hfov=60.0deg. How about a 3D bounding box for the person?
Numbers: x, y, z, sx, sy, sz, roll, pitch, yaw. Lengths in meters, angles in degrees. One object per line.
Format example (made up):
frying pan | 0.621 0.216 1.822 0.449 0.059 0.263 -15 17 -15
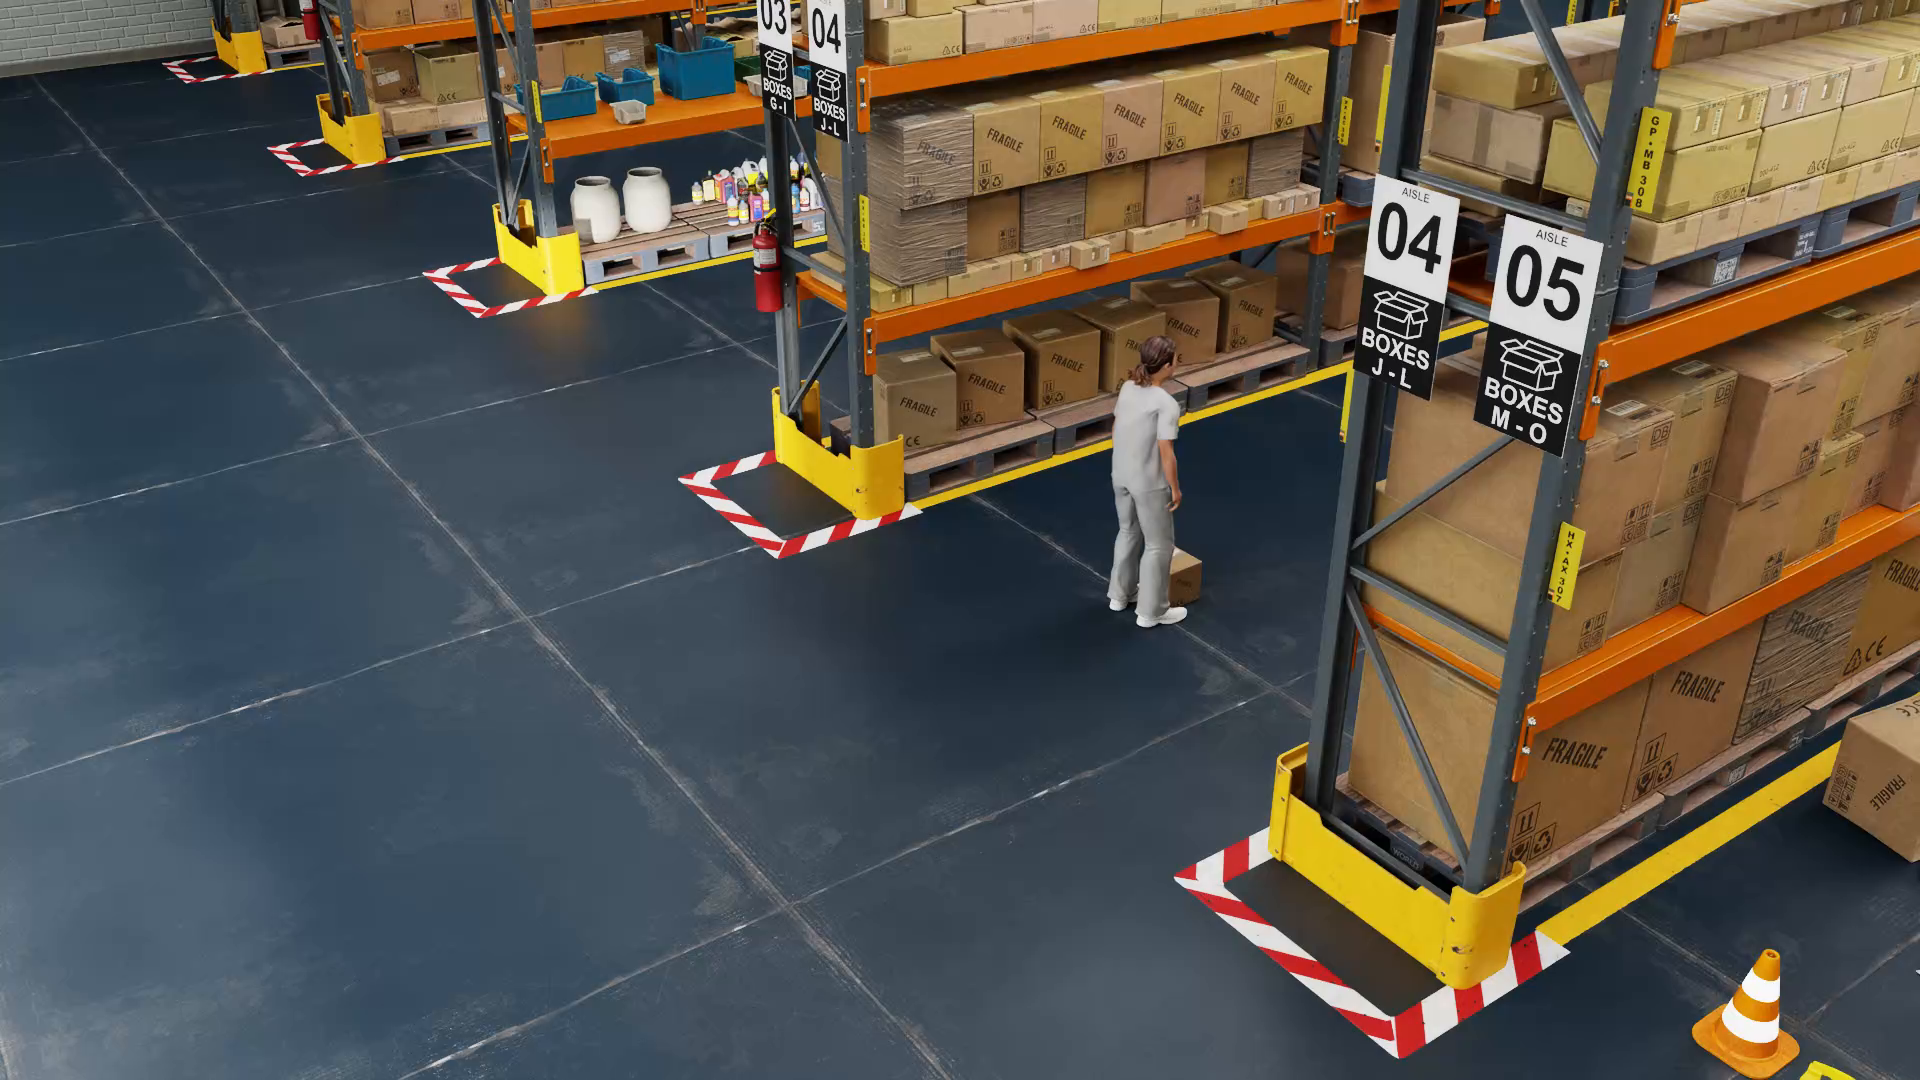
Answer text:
person | 1.033 -0.330 9.228 0.353 1.673 0.493 -19 34 -31
